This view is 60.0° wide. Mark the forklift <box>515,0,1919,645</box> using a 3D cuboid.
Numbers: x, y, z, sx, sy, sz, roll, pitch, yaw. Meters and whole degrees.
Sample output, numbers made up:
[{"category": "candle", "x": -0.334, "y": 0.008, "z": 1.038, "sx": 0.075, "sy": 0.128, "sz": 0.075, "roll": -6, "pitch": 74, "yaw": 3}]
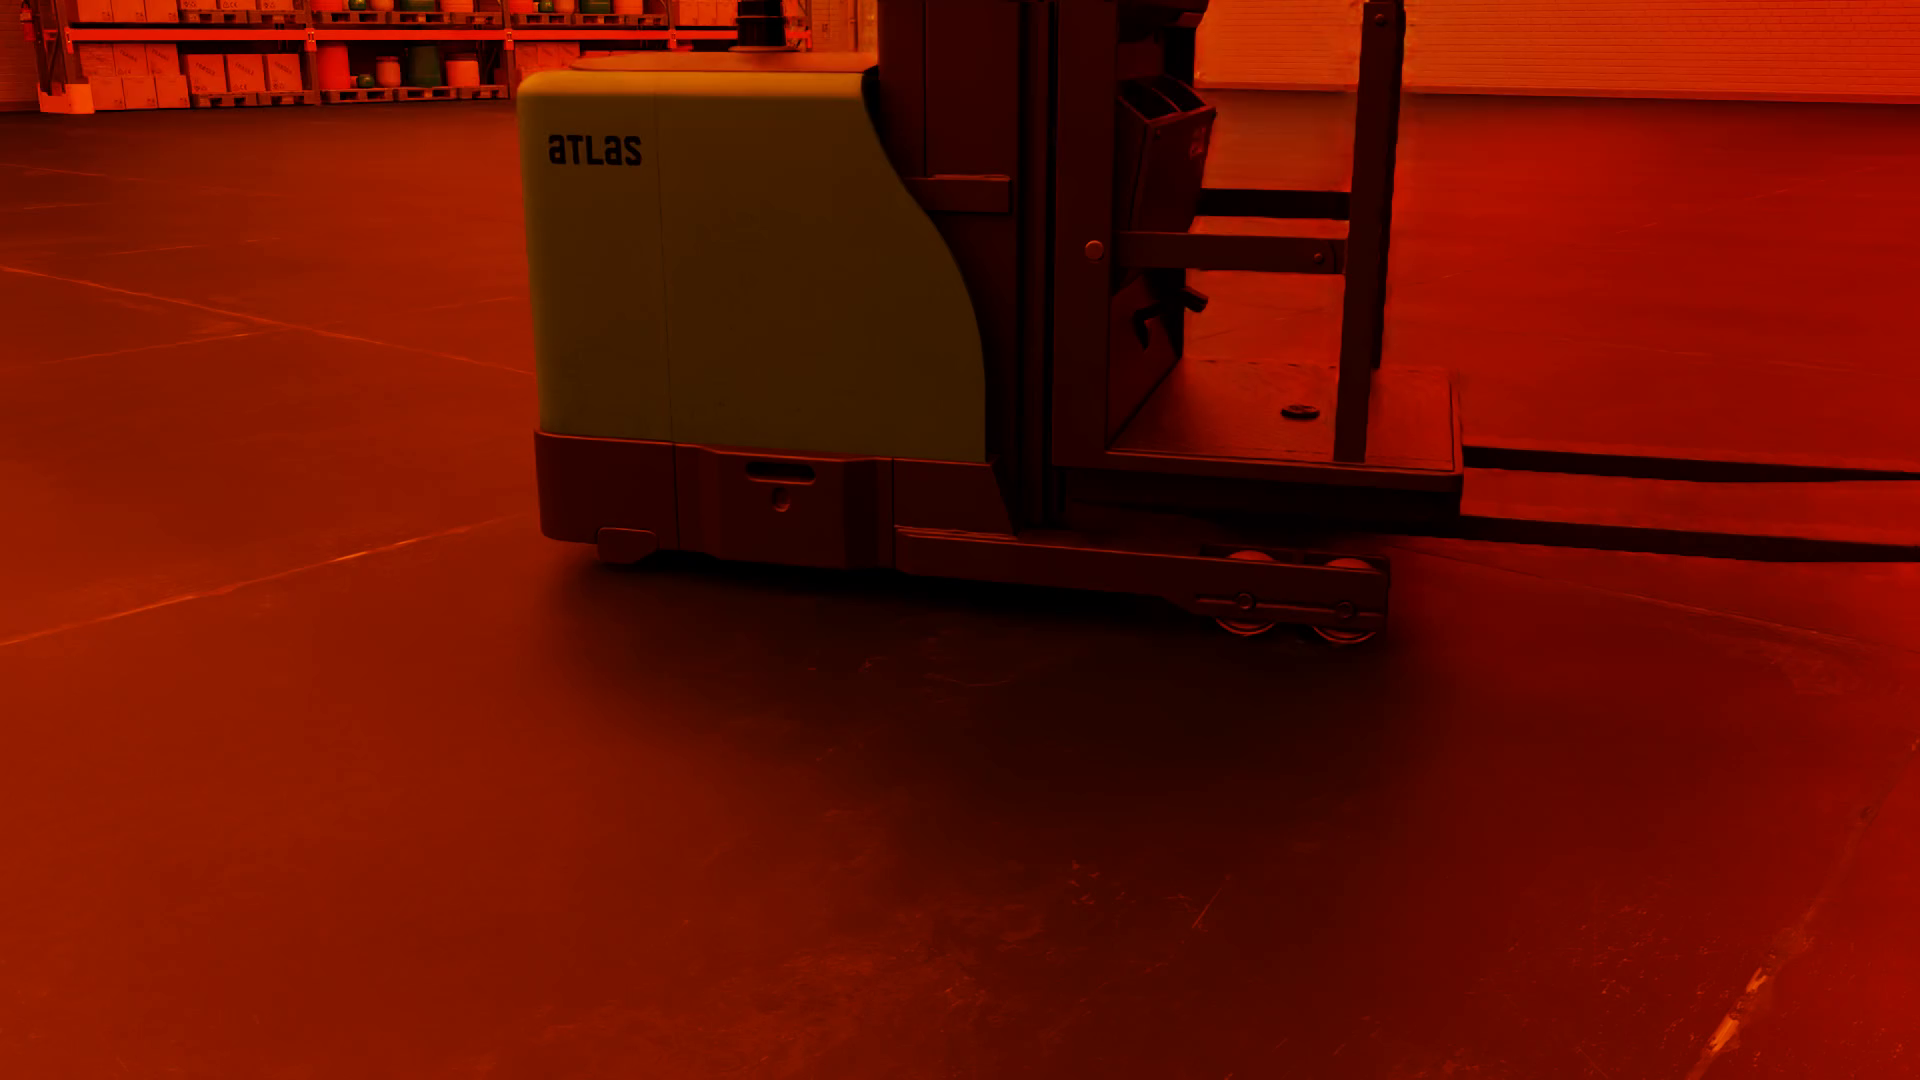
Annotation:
[{"category": "forklift", "x": 0.624, "y": -1.369, "z": 3.405, "sx": 3.031, "sy": 2.935, "sz": 1.130, "roll": 5, "pitch": 17, "yaw": 15}]
